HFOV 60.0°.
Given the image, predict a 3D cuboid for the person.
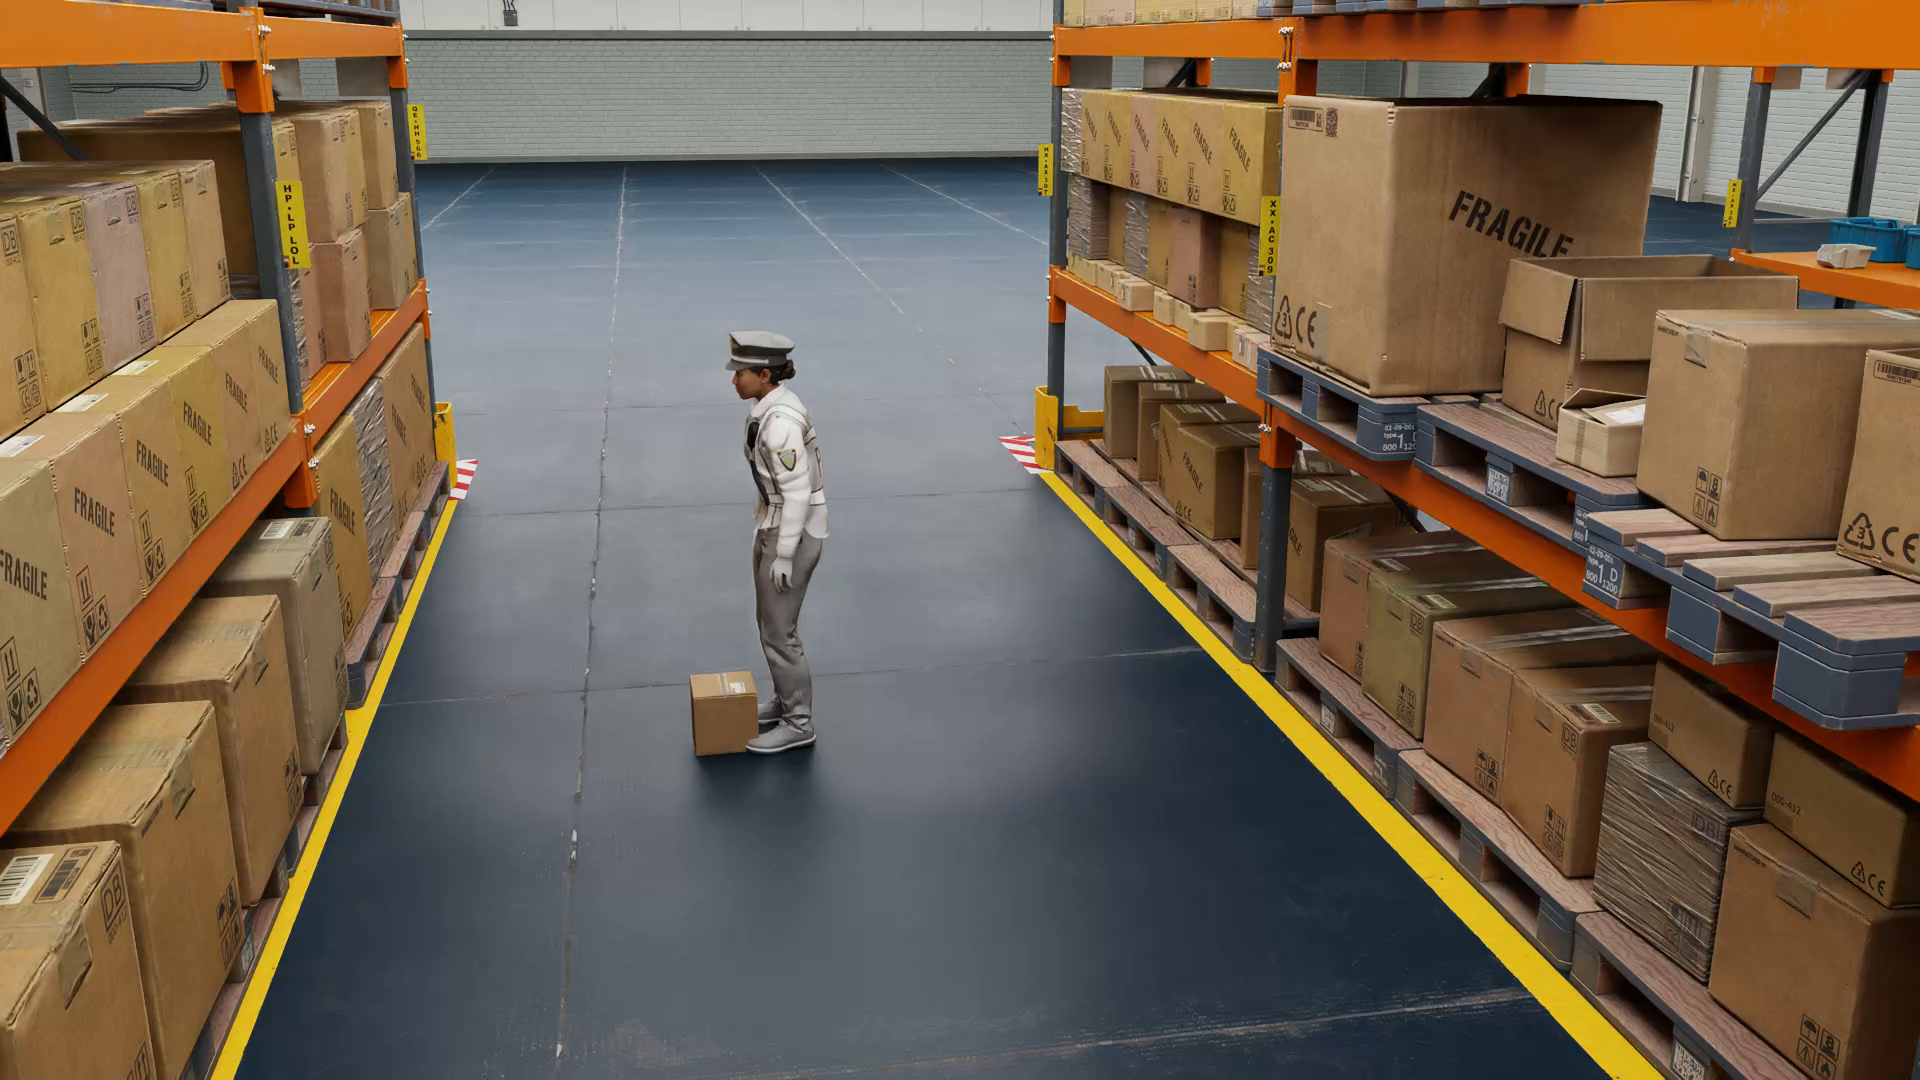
[{"bbox_3d":[-0.723,-0.025,6.504,0.346,1.602,0.515,-4,17,-14],"label":"person"}]
